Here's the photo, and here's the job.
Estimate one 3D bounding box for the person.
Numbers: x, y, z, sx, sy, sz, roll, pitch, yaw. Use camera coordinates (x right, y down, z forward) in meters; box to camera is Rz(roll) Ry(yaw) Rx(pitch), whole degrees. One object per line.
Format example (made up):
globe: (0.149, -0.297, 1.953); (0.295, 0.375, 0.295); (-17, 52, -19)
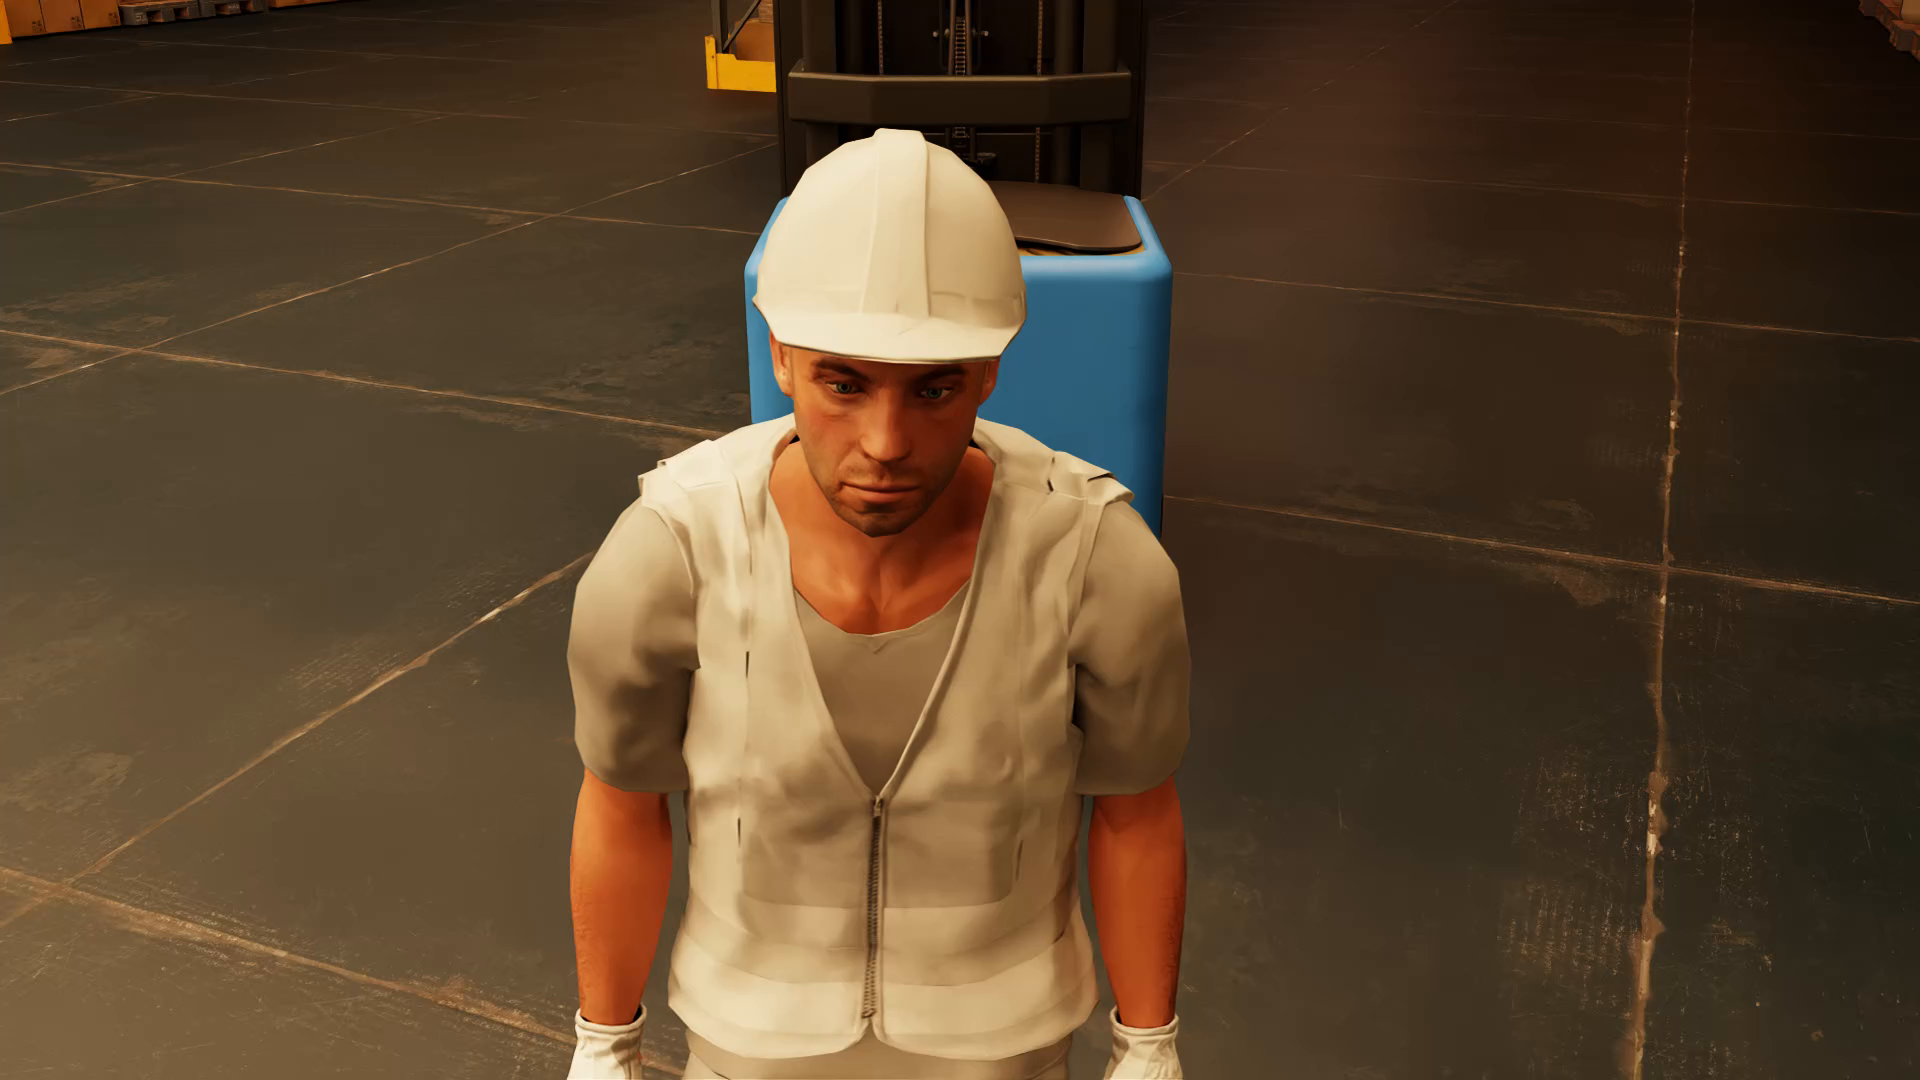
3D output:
person: (-0.079, 0.477, 1.577); (0.609, 1.719, 0.453); (0, 23, 0)

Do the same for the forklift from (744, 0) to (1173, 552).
forklift: (0.002, -1.587, 5.089); (1.130, 2.935, 3.031); (0, 23, 0)
